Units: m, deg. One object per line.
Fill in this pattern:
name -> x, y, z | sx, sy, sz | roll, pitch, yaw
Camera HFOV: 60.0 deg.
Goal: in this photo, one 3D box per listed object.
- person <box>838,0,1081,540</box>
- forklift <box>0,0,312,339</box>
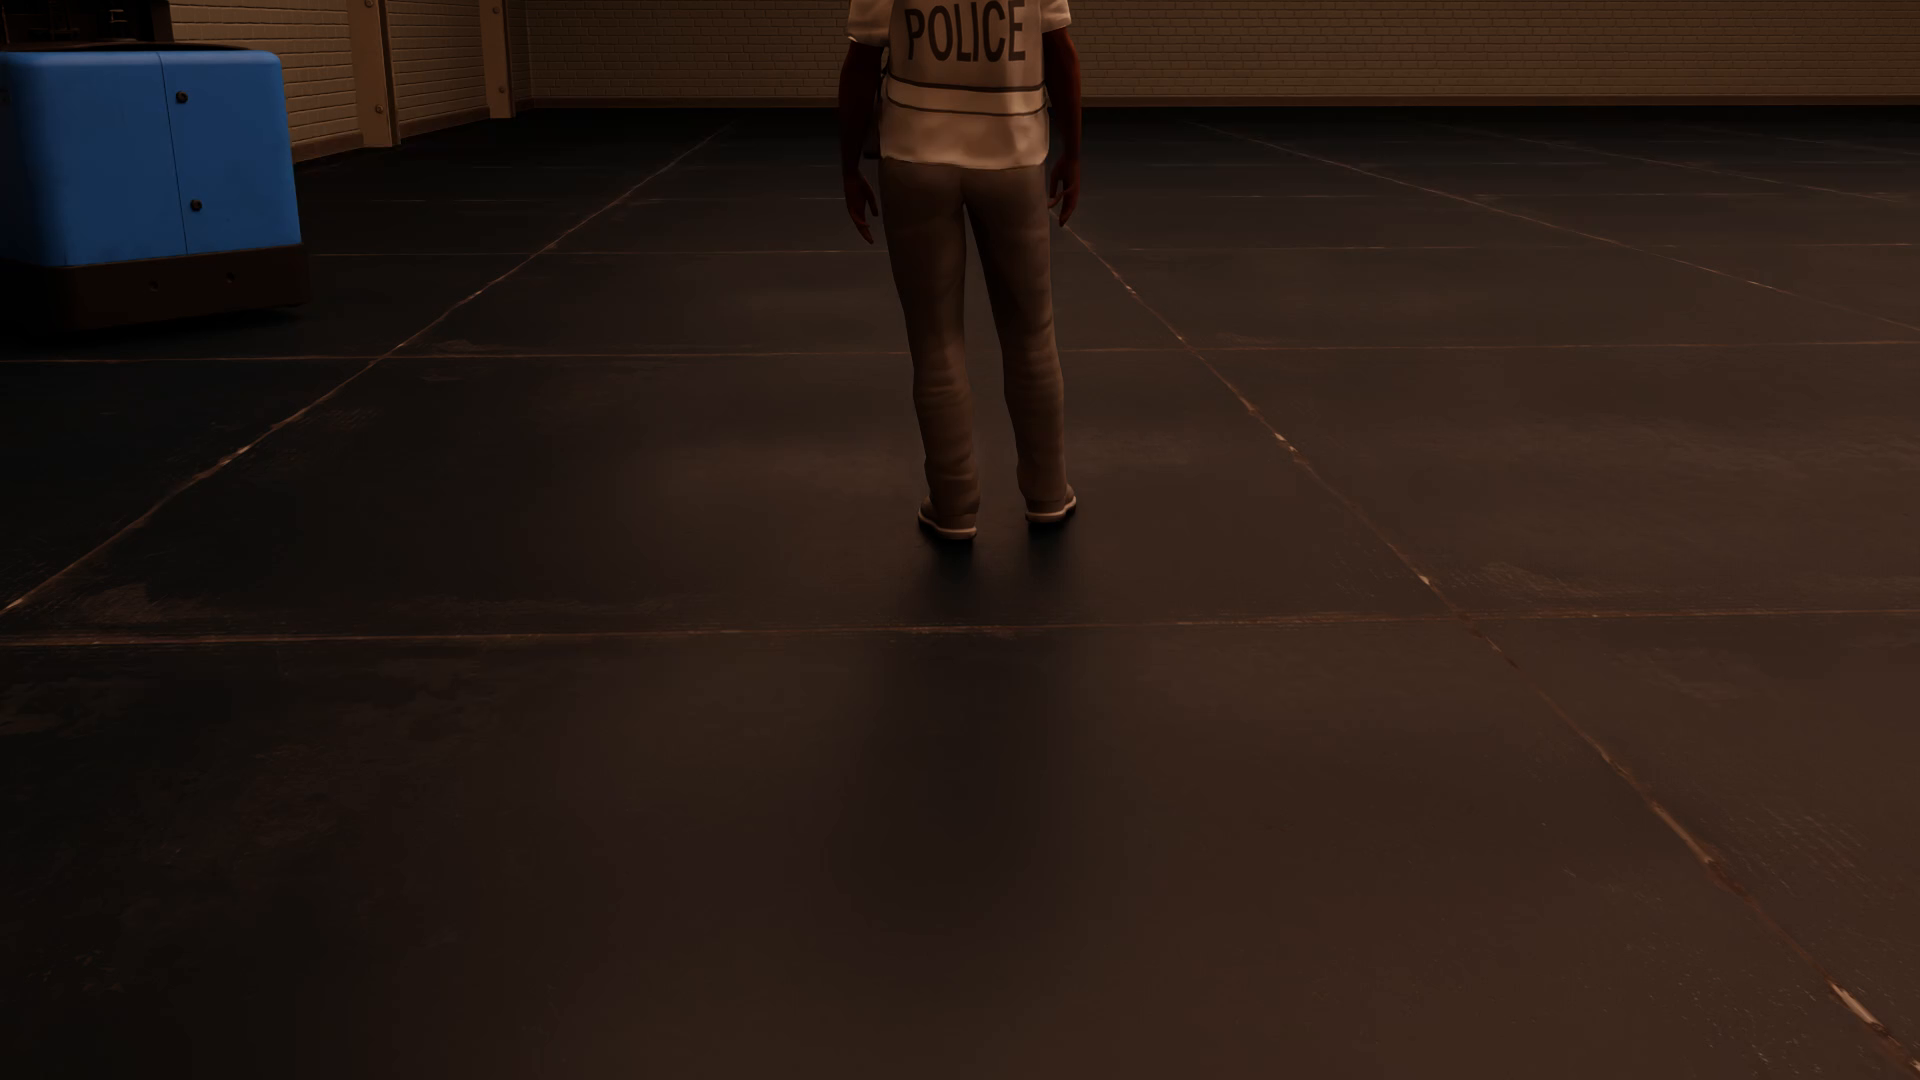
person -> 0.016, -0.839, 3.741 | 0.569, 1.695, 0.528 | -1, 17, -3
forklift -> -4.136, -2.507, 7.102 | 3.031, 2.935, 1.130 | 15, 22, 39
